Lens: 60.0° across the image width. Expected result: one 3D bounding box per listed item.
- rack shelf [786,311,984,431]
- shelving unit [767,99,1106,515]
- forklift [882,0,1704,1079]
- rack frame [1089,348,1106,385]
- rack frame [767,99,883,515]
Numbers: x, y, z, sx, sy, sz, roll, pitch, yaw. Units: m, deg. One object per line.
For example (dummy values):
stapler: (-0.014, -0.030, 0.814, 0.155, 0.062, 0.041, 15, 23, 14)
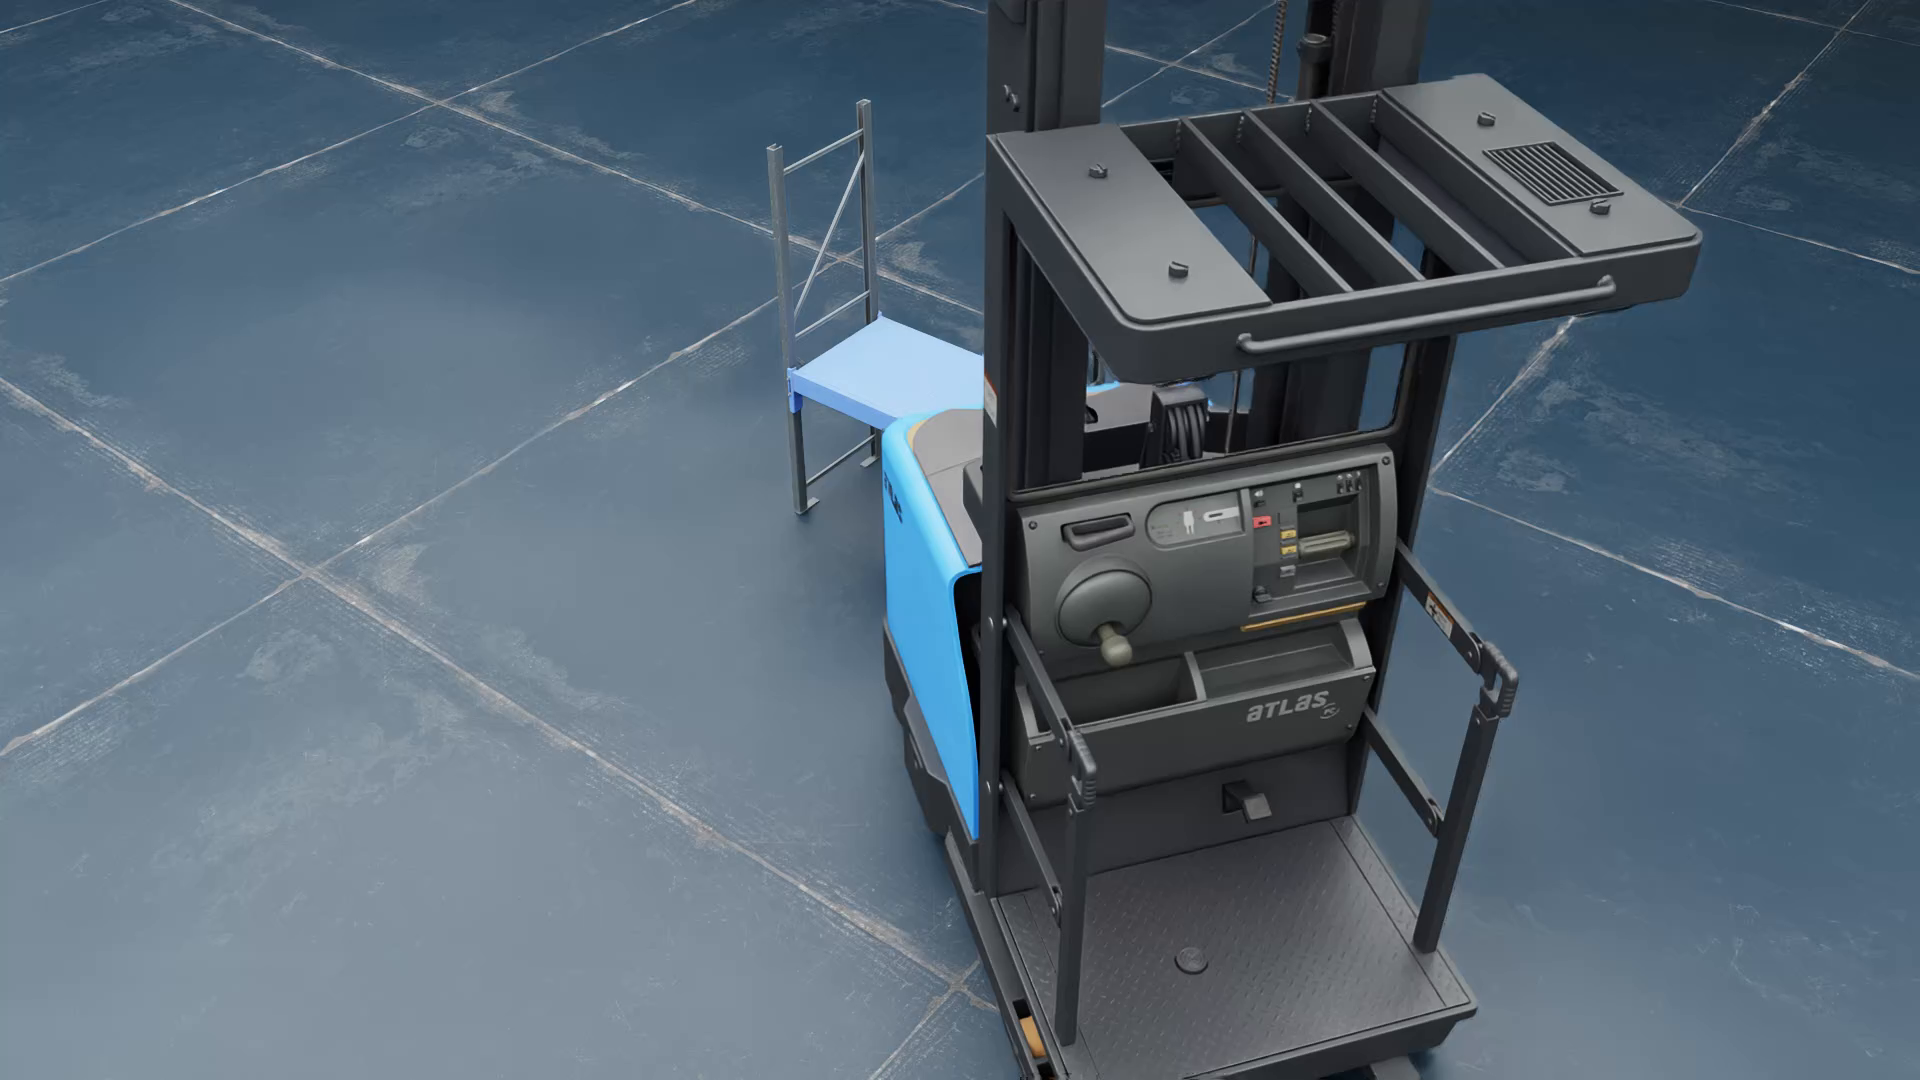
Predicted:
rack shelf: (-0.068, -0.481, 5.939, 1.000, 0.185, 0.538, 25, 45, 29)
shelving unit: (-0.068, -0.622, 5.828, 1.048, 1.500, 0.538, 25, 45, 29)
forklift: (0.656, 0.112, 3.730, 1.130, 2.935, 3.031, -10, 39, -13)
rack frame: (0.336, -0.432, 5.585, 0.032, 1.500, 0.500, 25, 45, 29)
rack frame: (-0.472, -0.813, 6.072, 0.032, 1.500, 0.500, 25, 45, 29)
